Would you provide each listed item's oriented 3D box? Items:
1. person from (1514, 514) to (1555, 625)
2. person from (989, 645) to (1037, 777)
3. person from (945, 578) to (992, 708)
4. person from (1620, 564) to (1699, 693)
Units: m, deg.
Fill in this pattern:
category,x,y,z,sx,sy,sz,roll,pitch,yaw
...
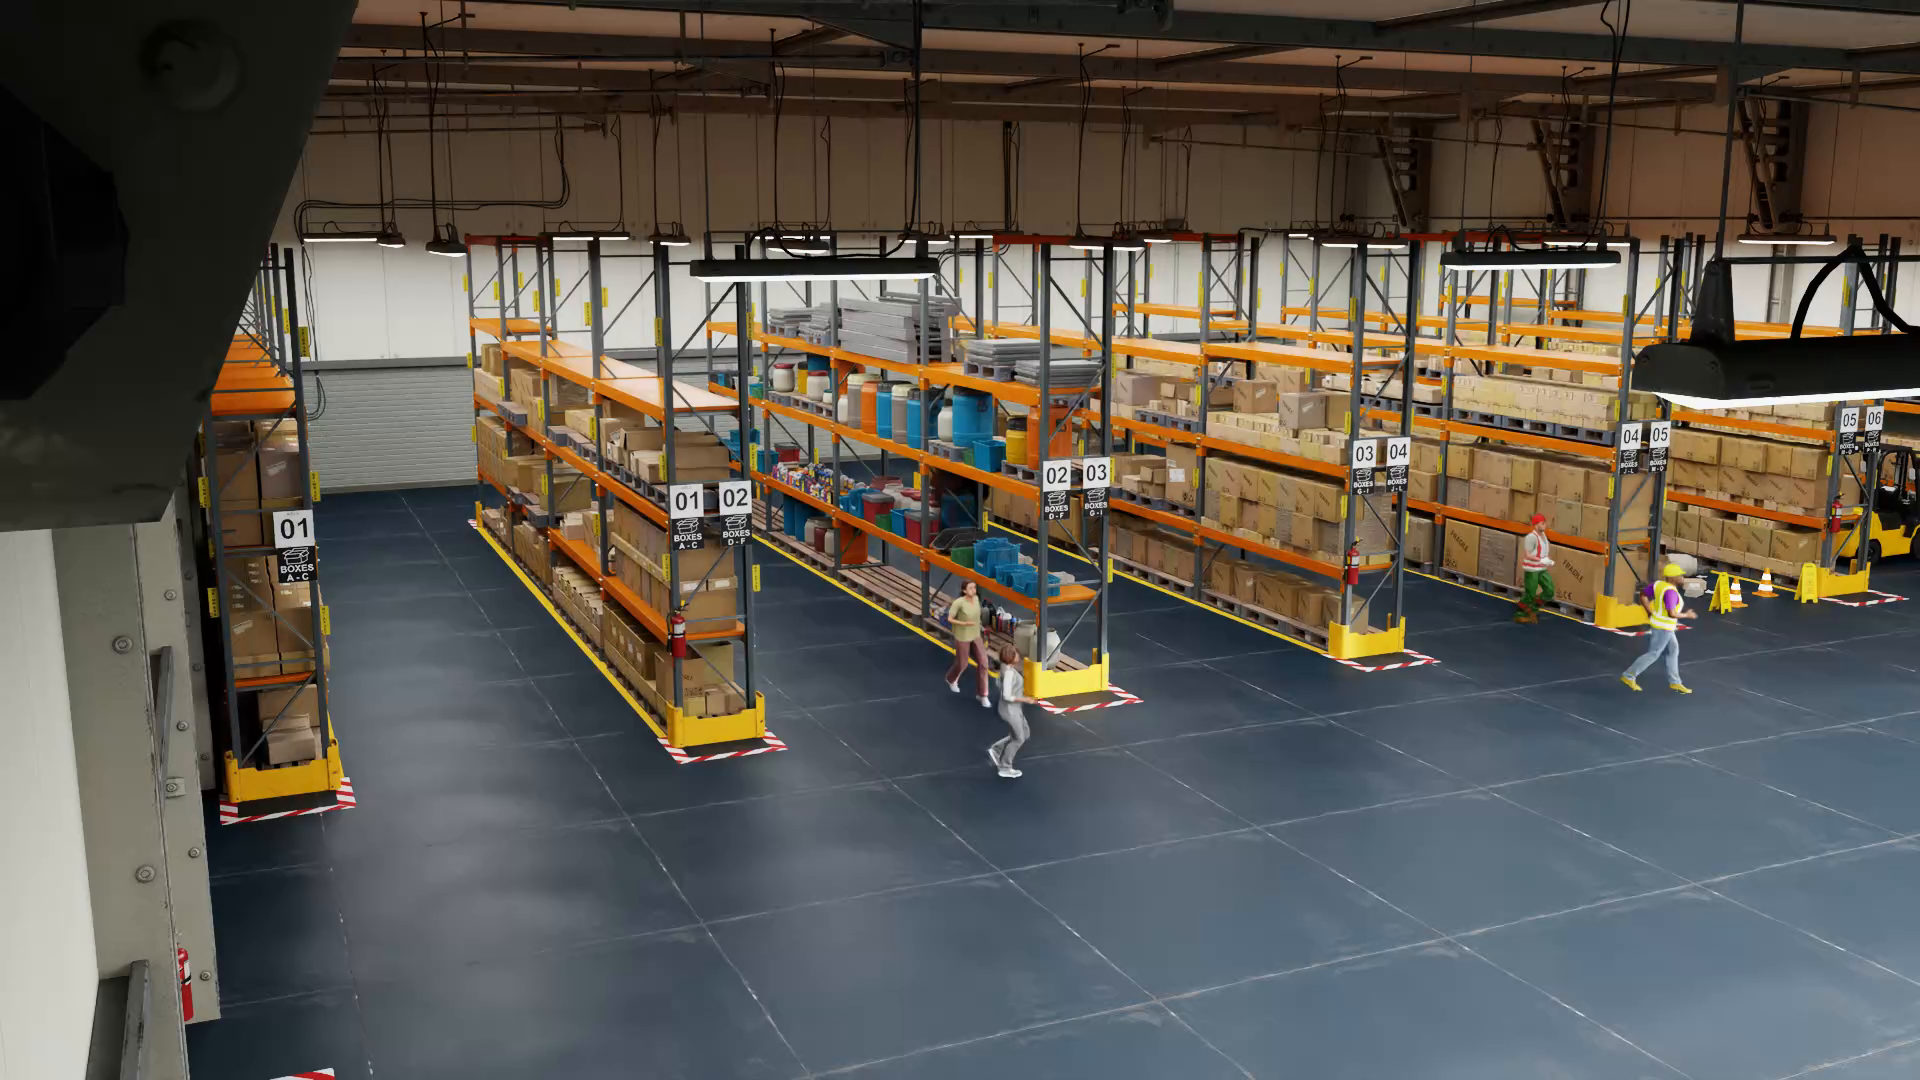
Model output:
category,x,y,z,sx,sy,sz,roll,pitch,yaw
person,9.060,0.480,26.026,0.693,1.789,0.674,-9,14,-38
person,0.601,1.951,18.982,0.551,1.554,0.530,0,11,0
person,0.072,1.325,21.968,0.581,1.691,0.925,-7,13,-32
person,9.384,1.194,22.258,0.951,1.777,0.651,3,11,13
